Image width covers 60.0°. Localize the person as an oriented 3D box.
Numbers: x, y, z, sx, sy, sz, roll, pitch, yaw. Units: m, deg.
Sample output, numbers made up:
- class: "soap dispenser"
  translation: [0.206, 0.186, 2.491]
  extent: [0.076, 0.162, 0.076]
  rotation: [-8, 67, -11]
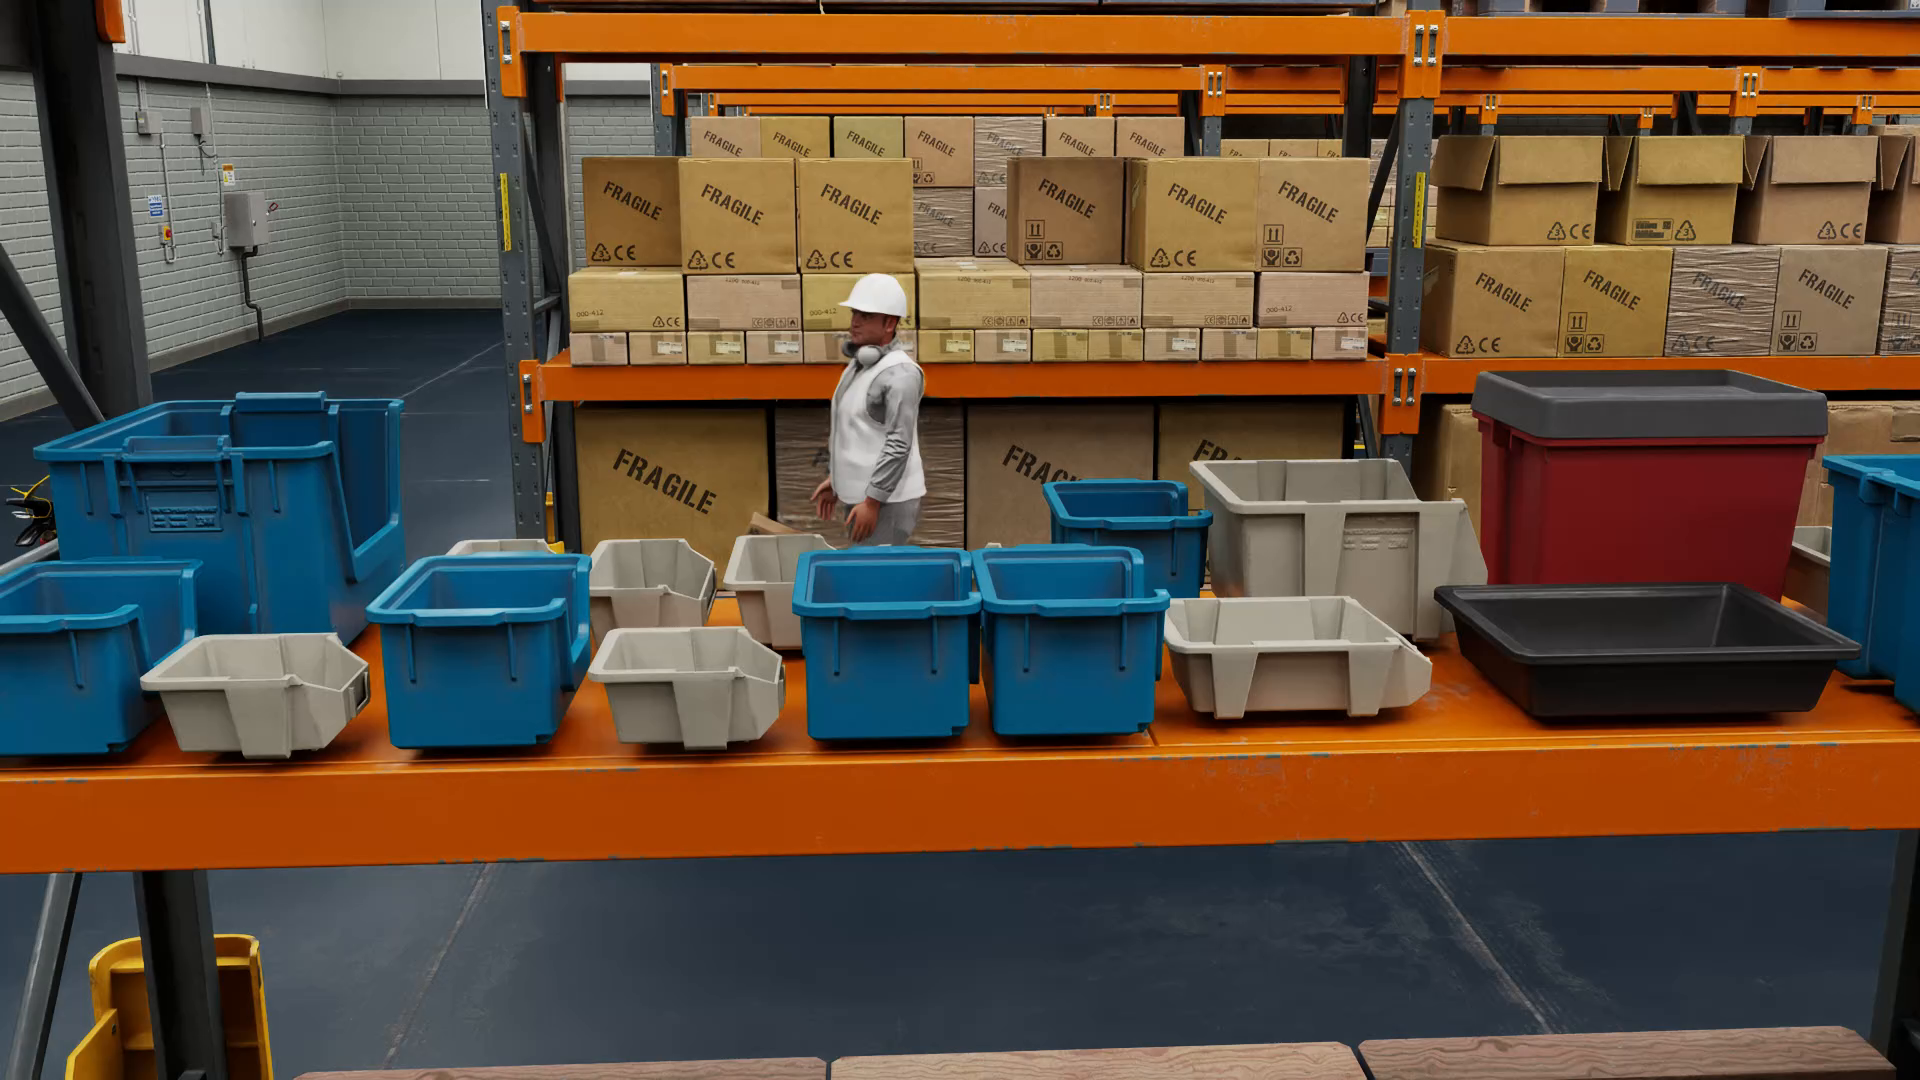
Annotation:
- class: "person"
  translation: [-0.366, -0.172, 6.649]
  extent: [0.513, 1.774, 0.550]
  rotation: [-5, 14, -20]
